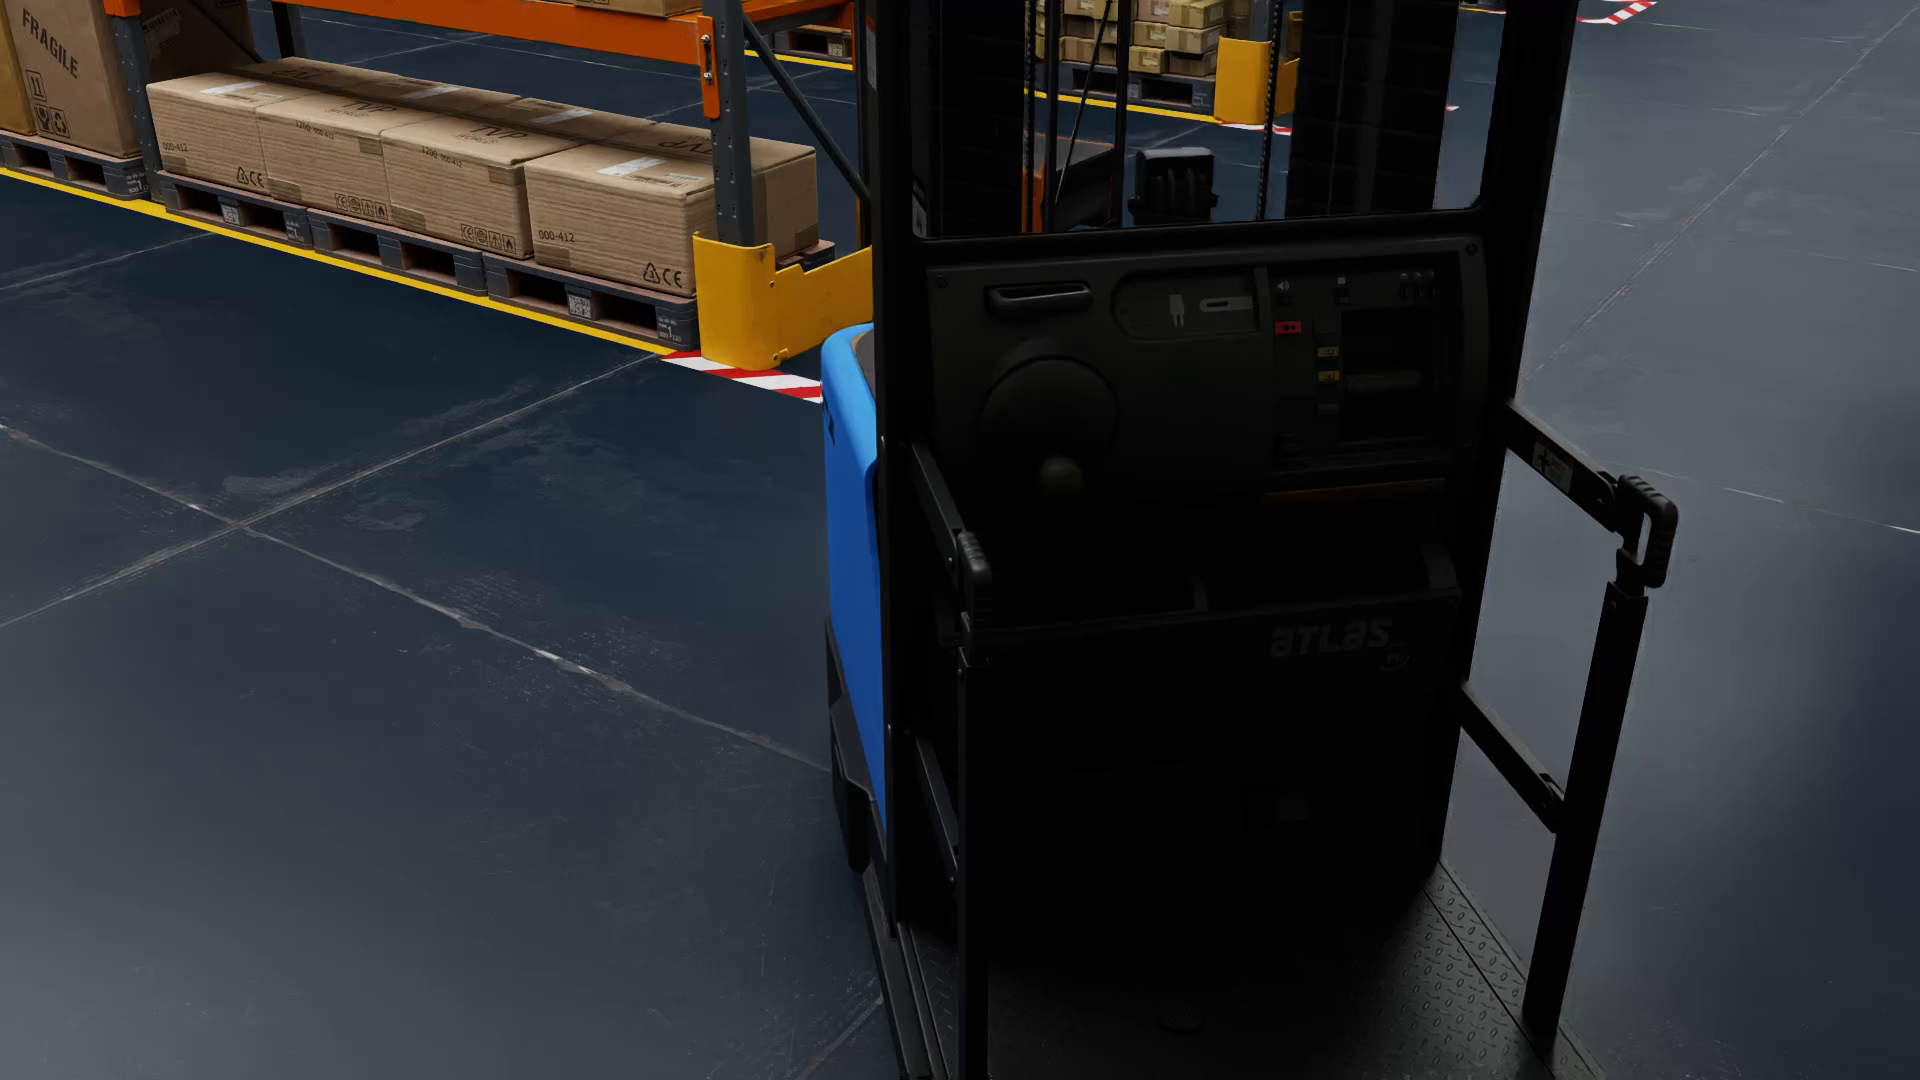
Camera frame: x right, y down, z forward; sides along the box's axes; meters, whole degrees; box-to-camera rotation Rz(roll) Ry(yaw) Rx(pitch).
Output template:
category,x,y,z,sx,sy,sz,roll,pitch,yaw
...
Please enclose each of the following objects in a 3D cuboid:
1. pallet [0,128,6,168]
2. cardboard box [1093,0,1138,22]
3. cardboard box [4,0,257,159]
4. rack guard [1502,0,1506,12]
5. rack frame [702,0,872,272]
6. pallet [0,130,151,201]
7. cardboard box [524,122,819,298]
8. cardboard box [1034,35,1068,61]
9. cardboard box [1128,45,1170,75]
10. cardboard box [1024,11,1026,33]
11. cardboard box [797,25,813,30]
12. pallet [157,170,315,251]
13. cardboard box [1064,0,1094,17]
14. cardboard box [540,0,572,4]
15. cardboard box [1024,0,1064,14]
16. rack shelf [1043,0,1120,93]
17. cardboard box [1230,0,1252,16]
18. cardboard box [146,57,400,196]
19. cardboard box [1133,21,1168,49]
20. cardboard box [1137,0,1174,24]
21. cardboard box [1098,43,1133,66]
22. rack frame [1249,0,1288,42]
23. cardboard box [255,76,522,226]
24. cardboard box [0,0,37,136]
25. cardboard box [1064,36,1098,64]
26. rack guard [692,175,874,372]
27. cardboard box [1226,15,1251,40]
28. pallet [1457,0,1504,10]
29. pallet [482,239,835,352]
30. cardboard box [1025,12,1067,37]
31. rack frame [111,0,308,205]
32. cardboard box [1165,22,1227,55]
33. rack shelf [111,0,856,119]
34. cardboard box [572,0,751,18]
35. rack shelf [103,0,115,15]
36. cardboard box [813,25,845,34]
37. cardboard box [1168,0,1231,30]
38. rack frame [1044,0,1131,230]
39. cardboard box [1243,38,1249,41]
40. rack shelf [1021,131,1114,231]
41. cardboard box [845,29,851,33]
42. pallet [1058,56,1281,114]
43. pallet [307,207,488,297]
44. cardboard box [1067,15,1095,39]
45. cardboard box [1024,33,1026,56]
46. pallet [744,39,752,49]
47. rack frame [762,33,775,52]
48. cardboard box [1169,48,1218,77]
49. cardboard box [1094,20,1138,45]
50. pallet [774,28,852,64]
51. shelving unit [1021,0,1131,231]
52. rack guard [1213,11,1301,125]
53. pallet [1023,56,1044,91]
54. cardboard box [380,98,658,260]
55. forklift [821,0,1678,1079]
category,x,y,z,sx,sy,sz,roll,pitch,yaw
pallet,-5.603,-2.525,9.979,1.213,0.211,1.003,17,32,30
cardboard box,1.062,-3.462,10.770,0.250,0.149,0.380,17,31,29
cardboard box,-4.471,-2.654,9.038,0.875,0.875,0.875,18,32,32
rack guard,5.013,-4.842,14.214,0.348,0.500,1.175,17,32,30
rack frame,-0.617,-2.258,6.379,0.127,3.000,1.000,17,32,30
pallet,-4.593,-2.212,9.364,1.213,0.211,1.003,17,32,30
cardboard box,-1.218,-1.435,7.124,0.875,0.438,0.875,16,31,29
cardboard box,0.655,-3.337,11.180,0.250,0.149,0.380,16,31,28
cardboard box,1.281,-3.136,10.786,0.250,0.149,0.380,18,32,32
cardboard box,0.441,-3.546,11.263,0.250,0.149,0.380,19,33,33
cardboard box,-1.077,-3.864,12.216,0.250,0.149,0.380,16,31,28
pallet,-3.332,-1.817,8.589,1.213,0.211,1.003,17,32,30
cardboard box,0.885,-3.552,10.947,0.250,0.149,0.380,16,31,28
cardboard box,-1.570,-2.462,6.670,0.500,0.500,0.500,17,31,29
cardboard box,0.632,-3.600,11.042,0.250,0.149,0.380,19,32,32
rack shelf,0.136,-1.505,4.379,0.480,0.518,0.431,17,32,30
cardboard box,1.863,-3.577,10.997,0.250,0.149,0.380,16,31,28
cardboard box,-3.458,-2.129,8.488,0.875,0.438,0.875,17,31,30
cardboard box,1.320,-3.299,10.778,0.250,0.149,0.380,16,31,29
cardboard box,1.348,-3.443,10.733,0.250,0.149,0.380,18,32,31
cardboard box,1.112,-3.236,10.982,0.250,0.149,0.380,17,32,30
rack frame,2.102,-4.134,10.066,0.127,3.000,1.000,17,32,30
cardboard box,-2.719,-1.899,8.036,0.875,0.438,0.875,16,31,29
cardboard box,-5.220,-2.883,9.488,0.875,0.875,0.875,18,32,32
cardboard box,0.901,-3.295,11.097,0.250,0.149,0.380,18,32,31
rack guard,-0.597,-1.137,6.934,0.348,0.500,1.175,17,32,30
cardboard box,1.816,-3.414,11.003,0.250,0.149,0.380,19,32,32
pallet,4.290,-4.896,14.638,1.213,0.211,1.003,17,32,30
pallet,-1.321,-1.191,7.357,1.213,0.211,1.003,17,32,30
cardboard box,0.642,-3.473,11.120,0.250,0.149,0.380,18,32,31
rack frame,-3.914,-3.285,8.397,0.127,3.000,1.000,17,32,30
cardboard box,1.505,-3.212,10.607,0.250,0.149,0.380,16,31,29
rack shelf,-2.266,-2.451,7.551,4.000,0.370,1.077,17,32,30
cardboard box,-1.165,-2.327,6.405,0.500,0.500,0.500,18,32,31
rack shelf,-5.563,-3.478,9.570,4.000,0.370,1.077,17,32,30
cardboard box,-0.858,-3.796,12.082,0.250,0.149,0.380,18,32,32
cardboard box,1.522,-3.357,10.564,0.250,0.149,0.380,18,32,31
rack frame,0.338,-0.831,4.567,0.015,2.100,0.400,17,32,30
cardboard box,1.851,-3.305,11.117,0.250,0.149,0.380,18,32,31
rack shelf,0.136,-0.881,4.696,0.480,0.518,0.431,17,32,30
cardboard box,-0.623,-3.752,11.995,0.250,0.149,0.380,17,32,30
pallet,1.390,-3.133,11.173,1.213,0.211,1.003,17,32,30
pallet,-2.322,-1.504,7.974,1.213,0.211,1.003,17,32,30
cardboard box,0.913,-3.452,11.079,0.250,0.149,0.380,17,31,30
cardboard box,0.441,-3.415,11.332,0.250,0.149,0.380,18,32,31
pallet,-1.838,-4.118,13.109,1.213,0.211,1.003,17,32,30
rack frame,-1.195,-5.161,12.085,0.127,3.000,1.000,17,32,30
cardboard box,1.550,-3.108,10.730,0.250,0.149,0.380,18,32,31
cardboard box,1.076,-3.345,10.868,0.250,0.149,0.380,16,31,28
pallet,-0.621,-3.759,12.404,1.213,0.211,1.003,17,32,30
shelving unit,0.136,-0.893,4.690,0.503,2.100,0.431,17,32,30
rack guard,2.039,-3.040,10.672,0.348,0.500,1.175,17,32,30
pallet,0.388,-3.446,11.789,1.213,0.211,1.003,17,32,30
cardboard box,-1.977,-1.667,7.580,0.875,0.438,0.875,18,32,32
forklift,0.452,-0.239,2.487,1.130,2.935,3.031,-5,27,-10
